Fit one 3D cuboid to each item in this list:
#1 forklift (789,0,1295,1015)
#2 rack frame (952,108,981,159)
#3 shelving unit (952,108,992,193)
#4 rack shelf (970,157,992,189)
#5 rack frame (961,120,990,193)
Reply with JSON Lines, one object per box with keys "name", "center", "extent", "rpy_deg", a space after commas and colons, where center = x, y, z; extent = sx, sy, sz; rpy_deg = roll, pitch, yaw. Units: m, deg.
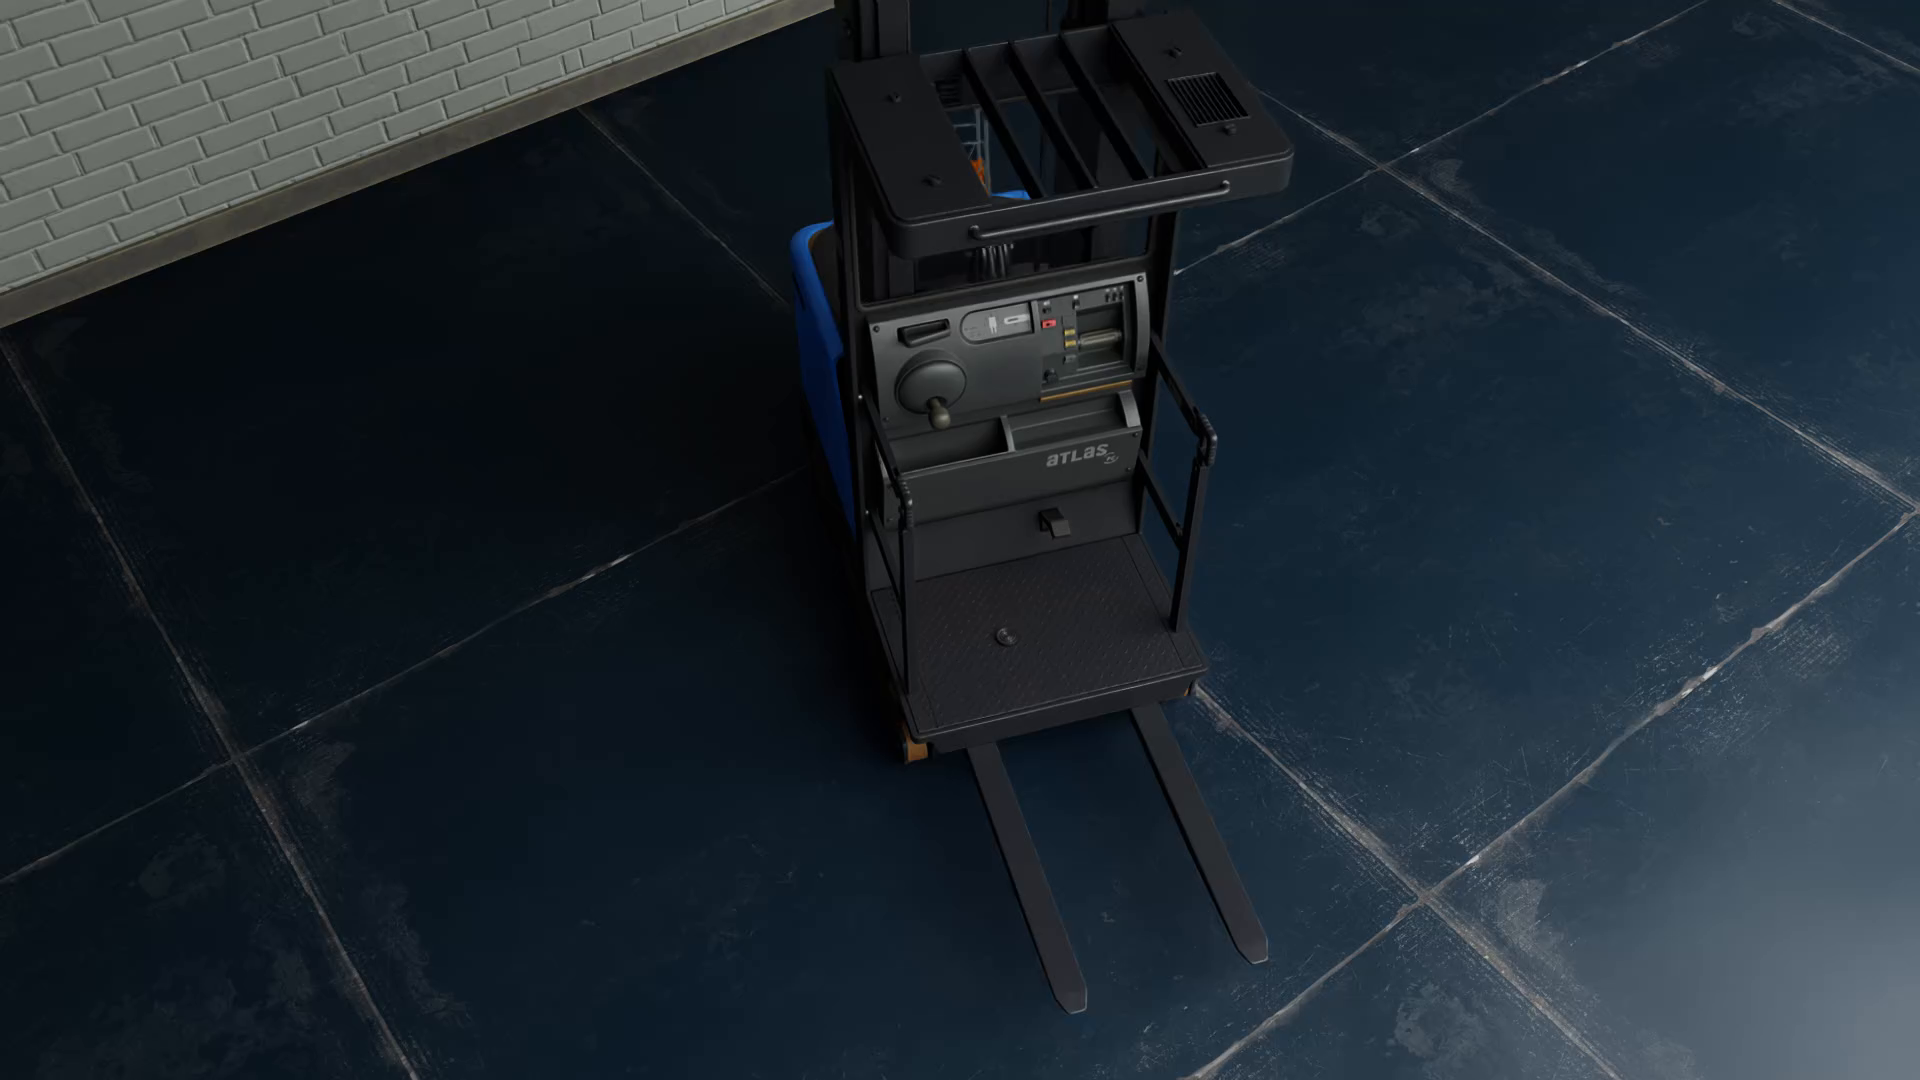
{"name": "forklift", "center": [0.230, -0.517, 5.240], "extent": [1.130, 2.935, 3.031], "rpy_deg": [-12, 49, -11]}
{"name": "rack frame", "center": [-0.020, -1.283, 7.117], "extent": [0.240, 1.200, 0.006], "rpy_deg": [-8, 37, -7]}
{"name": "shelving unit", "center": [-0.003, -1.230, 7.044], "extent": [0.258, 1.200, 0.189], "rpy_deg": [-8, 37, -7]}
{"name": "rack shelf", "center": [-0.014, -1.483, 6.856], "extent": [0.258, 0.103, 0.180], "rpy_deg": [-8, 37, -7]}
{"name": "rack frame", "center": [0.014, -1.177, 6.972], "extent": [0.240, 1.200, 0.006], "rpy_deg": [-8, 37, -7]}
